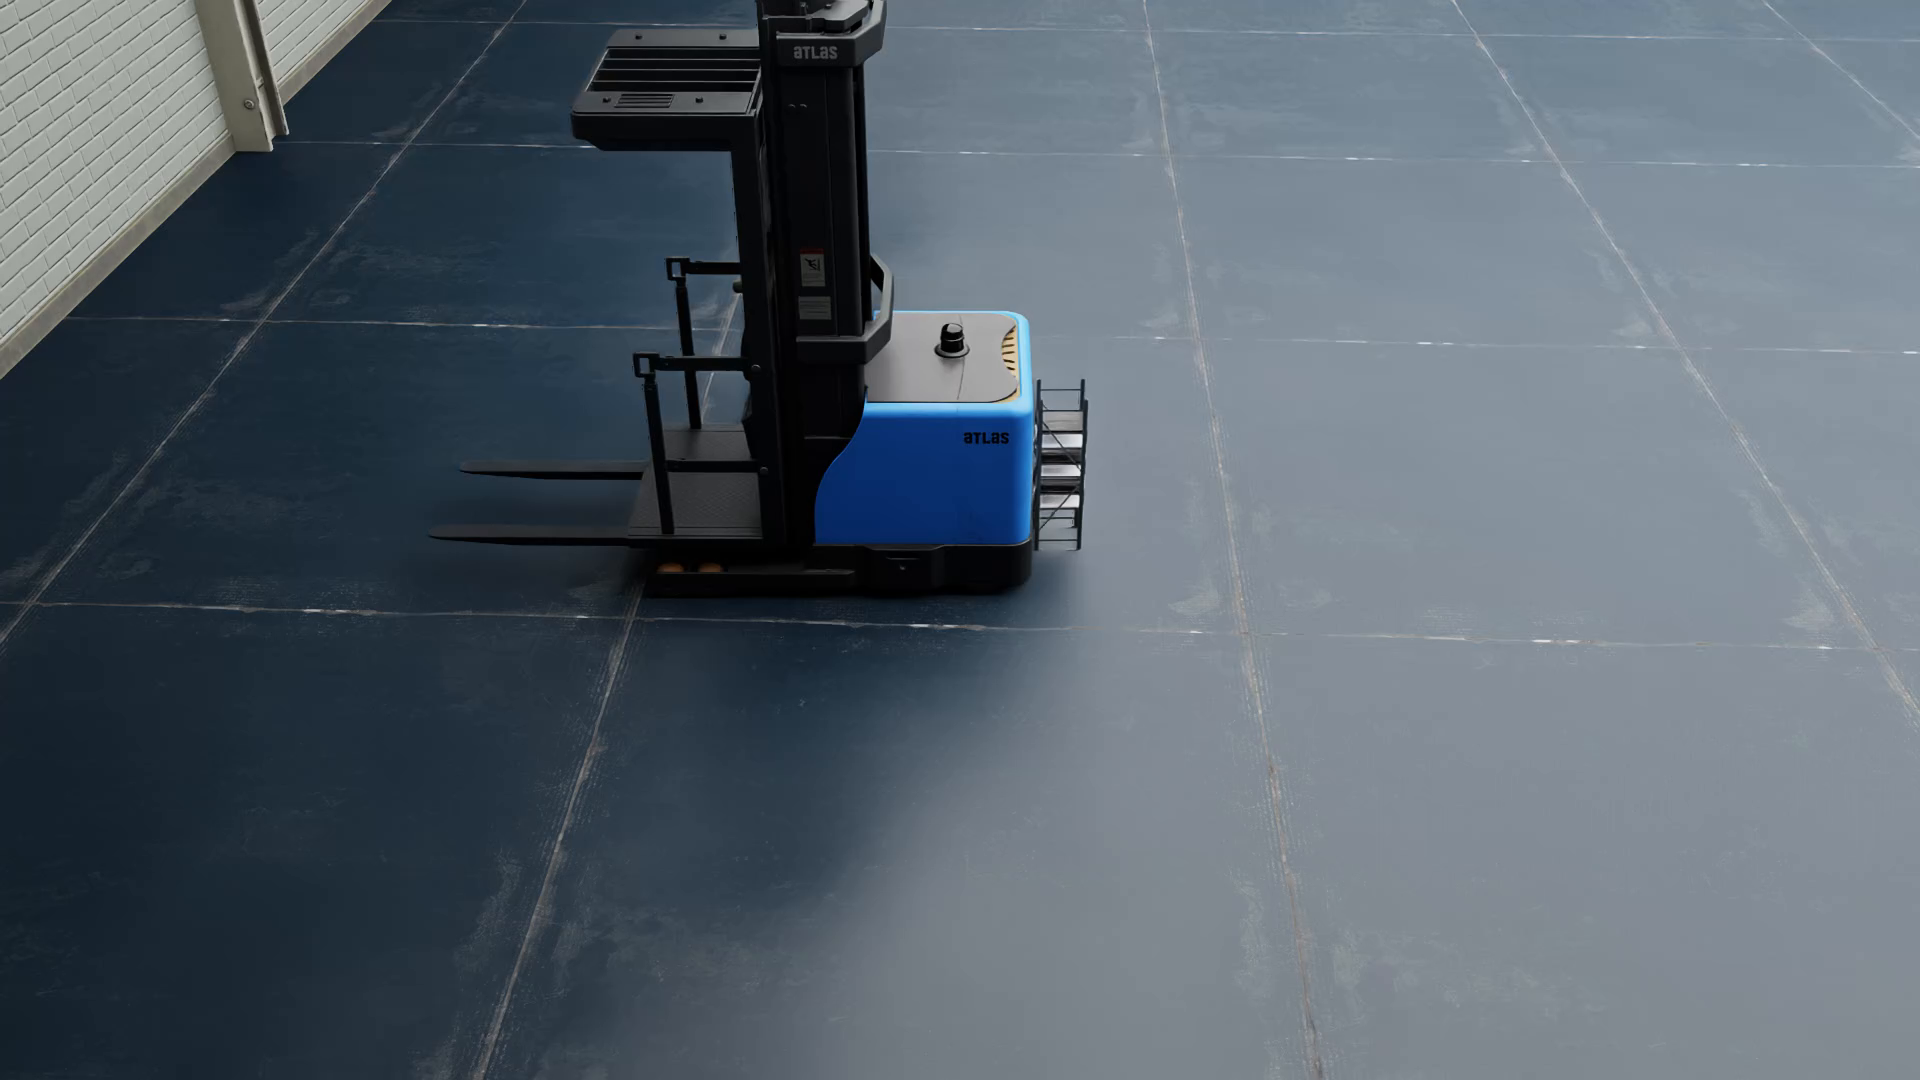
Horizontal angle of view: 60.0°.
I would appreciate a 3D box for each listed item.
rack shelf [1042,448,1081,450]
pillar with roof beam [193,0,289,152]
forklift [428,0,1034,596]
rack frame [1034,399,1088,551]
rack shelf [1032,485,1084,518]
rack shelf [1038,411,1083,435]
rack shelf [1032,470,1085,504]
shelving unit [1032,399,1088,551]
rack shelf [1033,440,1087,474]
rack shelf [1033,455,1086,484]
[{"bbox_3d":[0.504,-0.506,8.353,0.199,0.015,0.184,0,35,-1],"label":"rack shelf"},{"bbox_3d":[-1.244,-6.743,10.464,9.100,9.000,0.400,1,35,2],"label":"pillar with roof beam"},{"bbox_3d":[-1.155,-1.198,7.906,3.031,2.867,1.129,0,35,0],"label":"forklift"},{"bbox_3d":[0.505,-0.316,8.362,0.240,0.900,0.006,0,35,-1],"label":"rack frame"},{"bbox_3d":[0.504,-0.200,8.568,0.258,0.077,0.200,0,35,-1],"label":"rack shelf"},{"bbox_3d":[0.504,-0.585,8.298,0.221,0.026,0.190,0,35,-1],"label":"rack shelf"},{"bbox_3d":[0.504,-0.273,8.517,0.258,0.077,0.200,0,35,-1],"label":"rack shelf"},{"bbox_3d":[0.504,-0.373,8.444,0.258,0.900,0.205,0,35,-1],"label":"shelving unit"},{"bbox_3d":[0.504,-0.421,8.413,0.258,0.077,0.200,0,35,-1],"label":"rack shelf"},{"bbox_3d":[0.504,-0.347,8.465,0.258,0.077,0.200,0,35,-1],"label":"rack shelf"}]
